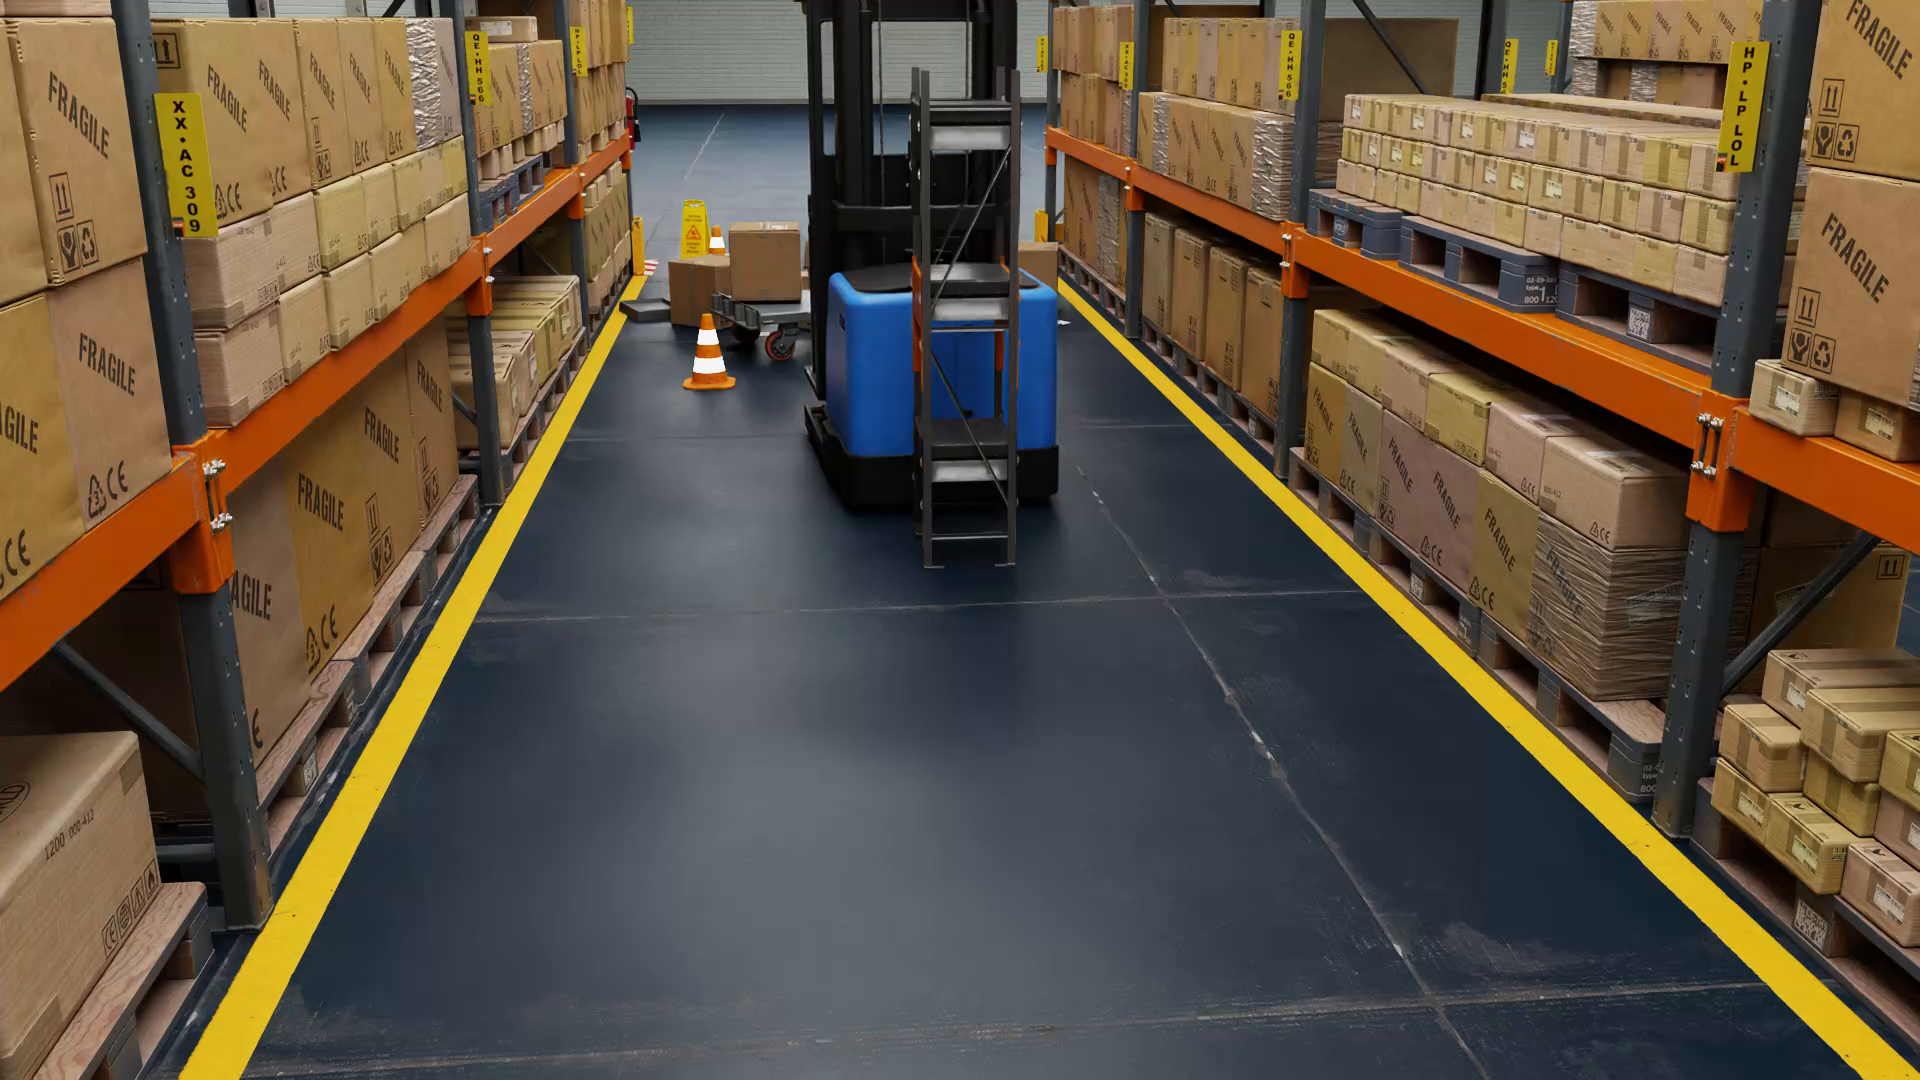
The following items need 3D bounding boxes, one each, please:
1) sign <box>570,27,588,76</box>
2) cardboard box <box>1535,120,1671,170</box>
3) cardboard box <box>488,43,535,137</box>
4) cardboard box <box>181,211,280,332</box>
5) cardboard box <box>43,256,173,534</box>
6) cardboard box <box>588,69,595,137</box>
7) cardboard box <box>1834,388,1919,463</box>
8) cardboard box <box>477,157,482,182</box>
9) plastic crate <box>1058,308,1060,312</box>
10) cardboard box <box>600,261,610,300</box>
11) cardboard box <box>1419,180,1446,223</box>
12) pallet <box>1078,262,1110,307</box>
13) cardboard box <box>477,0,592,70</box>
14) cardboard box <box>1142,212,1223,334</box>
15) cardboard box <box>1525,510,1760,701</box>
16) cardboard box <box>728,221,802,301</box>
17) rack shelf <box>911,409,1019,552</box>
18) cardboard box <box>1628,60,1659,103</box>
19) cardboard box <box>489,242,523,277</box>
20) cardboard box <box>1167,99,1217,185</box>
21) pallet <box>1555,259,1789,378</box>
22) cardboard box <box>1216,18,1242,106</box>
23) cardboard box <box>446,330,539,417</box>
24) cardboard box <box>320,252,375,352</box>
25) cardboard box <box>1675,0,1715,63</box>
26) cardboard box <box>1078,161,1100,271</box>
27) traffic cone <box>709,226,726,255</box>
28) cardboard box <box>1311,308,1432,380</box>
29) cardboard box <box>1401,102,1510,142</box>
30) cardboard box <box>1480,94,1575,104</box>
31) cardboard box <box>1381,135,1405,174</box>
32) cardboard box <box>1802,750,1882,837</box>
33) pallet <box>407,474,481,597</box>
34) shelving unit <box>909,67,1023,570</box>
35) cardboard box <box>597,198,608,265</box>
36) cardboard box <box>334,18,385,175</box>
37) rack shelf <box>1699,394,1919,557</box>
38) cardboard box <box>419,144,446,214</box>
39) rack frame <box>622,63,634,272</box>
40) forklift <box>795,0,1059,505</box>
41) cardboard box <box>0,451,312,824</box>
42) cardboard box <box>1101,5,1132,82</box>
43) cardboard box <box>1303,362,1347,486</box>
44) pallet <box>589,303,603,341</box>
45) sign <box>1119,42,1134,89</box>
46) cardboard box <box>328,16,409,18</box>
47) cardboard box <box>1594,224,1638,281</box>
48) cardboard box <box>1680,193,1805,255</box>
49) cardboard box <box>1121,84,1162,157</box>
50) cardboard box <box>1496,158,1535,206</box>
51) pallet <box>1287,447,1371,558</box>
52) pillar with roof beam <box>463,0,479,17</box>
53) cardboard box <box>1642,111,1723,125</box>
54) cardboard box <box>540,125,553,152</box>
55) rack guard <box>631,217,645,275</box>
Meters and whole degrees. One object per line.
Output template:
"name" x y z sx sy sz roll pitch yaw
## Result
"sign" -2.617 -3.353 11.416 0.100 0.325 0.005 -2 18 -6
"cardboard box" 2.232 -1.368 5.753 0.380 0.149 0.250 -2 18 -7
"cardboard box" -2.738 -2.584 9.535 0.500 0.500 0.500 -2 18 -8
"cardboard box" -2.108 -0.706 4.332 0.500 0.250 0.500 -2 18 -7
"cardboard box" -2.041 -0.316 3.510 0.500 0.500 0.500 -2 18 -5
"cardboard box" -3.012 -3.260 12.391 0.500 0.500 0.500 -2 18 -6
"cardboard box" 2.374 -0.293 4.021 0.380 0.149 0.250 -1 17 -4
"cardboard box" -2.600 -1.859 8.309 0.380 0.149 0.250 -3 18 -9
"plastic crate" 0.424 -1.662 12.563 0.450 0.188 0.662 18 23 19
"cardboard box" -3.027 -2.014 12.973 0.500 0.250 0.500 -1 17 -3
"cardboard box" 2.118 -1.395 6.830 0.380 0.149 0.250 -1 17 -4
"pallet" 1.615 -2.228 14.422 1.003 0.211 1.213 -2 18 -6
"cardboard box" -2.998 -3.587 11.761 0.700 0.500 0.500 -2 18 -6
"cardboard box" 1.898 -1.910 11.808 1.050 0.750 0.750 -2 18 -6
"cardboard box" 2.243 0.198 5.512 0.500 0.500 0.500 -2 18 -7
"cardboard box" -1.401 -2.015 11.996 0.500 0.500 0.500 -2 18 -6
"rack shelf" 0.017 -0.272 7.419 0.431 0.518 0.480 -2 18 -6
"cardboard box" 6.485 -4.010 14.777 0.875 0.500 0.500 -2 18 -6
"cardboard box" -3.497 -2.197 12.303 0.500 0.500 0.500 -2 18 -6
"cardboard box" 1.633 -2.549 10.620 0.500 0.500 0.500 -2 18 -6
"pallet" 2.636 -0.723 5.291 1.003 0.211 1.213 -2 18 -6
"cardboard box" 1.959 -2.888 10.032 0.700 0.500 0.500 -2 18 -6
"cardboard box" -2.888 -0.925 9.303 0.950 0.372 0.625 -2 18 -7
"cardboard box" -2.218 -0.774 5.384 0.500 0.250 0.500 -2 18 -6
"cardboard box" 6.265 -4.179 13.646 0.500 0.500 0.500 -2 18 -6
"cardboard box" 1.561 -2.882 14.694 0.875 0.875 0.875 -2 18 -7
"traffic cone" -2.254 -2.675 15.426 0.336 0.463 0.334 -2 18 -6
"cardboard box" 1.988 -0.926 7.840 0.500 0.250 0.500 -3 18 -8
"cardboard box" 2.090 -1.762 7.007 0.380 0.149 0.250 -3 18 -8
"cardboard box" 2.664 -2.006 7.784 0.380 0.149 0.250 -2 18 -8
"cardboard box" 2.068 -1.686 7.260 0.380 0.149 0.250 -2 18 -7
"cardboard box" 2.404 0.627 4.235 0.380 0.149 0.250 -2 18 -5
"pallet" -2.750 -0.023 7.398 1.003 0.211 1.213 -2 18 -6
"shelving unit" 0.017 -0.952 7.205 0.431 2.100 0.503 -2 18 -6
"cardboard box" -3.028 -2.372 12.862 0.500 0.500 0.500 -1 17 -3
"cardboard box" -2.292 -1.518 5.667 0.500 0.500 0.500 -2 18 -7
"rack shelf" 2.776 0.357 2.732 1.077 0.370 4.000 -2 18 -6
"cardboard box" -2.397 -1.468 6.762 0.500 0.250 0.500 -2 18 -7
"rack frame" -3.581 -3.974 15.328 1.000 3.000 0.127 -2 18 -6
"forklift" -0.291 -1.965 9.043 1.130 2.935 3.031 -3 18 -10
"cardboard box" -2.487 0.232 4.775 0.875 0.875 0.875 -1 17 -4
"cardboard box" 1.568 -3.823 12.794 0.875 0.550 0.550 -2 18 -6
"cardboard box" 1.976 -0.563 7.934 0.500 0.500 0.500 -3 18 -8
"pallet" -3.273 -1.651 12.583 1.003 0.211 1.213 -2 18 -6
"sign" 1.193 -3.399 11.917 0.100 0.325 0.005 -2 18 -6
"cardboard box" -3.205 -2.769 9.041 0.380 0.149 0.250 -3 18 -8
"cardboard box" 2.281 -0.926 5.338 0.380 0.149 0.250 -2 18 -6
"cardboard box" 2.332 -0.917 4.811 0.380 0.149 0.250 -1 17 -4
"cardboard box" 1.695 -3.146 12.441 0.875 0.550 0.550 -2 18 -6
"cardboard box" 2.193 -1.309 6.062 0.380 0.149 0.250 -2 18 -5
"pallet" 2.236 -0.210 7.995 1.003 0.211 1.213 -2 18 -6
"pillar with roof beam" -8.155 -15.518 42.081 9.100 9.000 0.400 -2 18 -6
"cardboard box" 2.821 -1.543 6.310 0.380 0.149 0.250 -1 17 -4
"cardboard box" -2.739 -2.487 10.311 0.380 0.149 0.250 -2 18 -5
"rack guard" -3.573 -2.759 15.630 1.175 0.500 0.348 -2 18 -6
